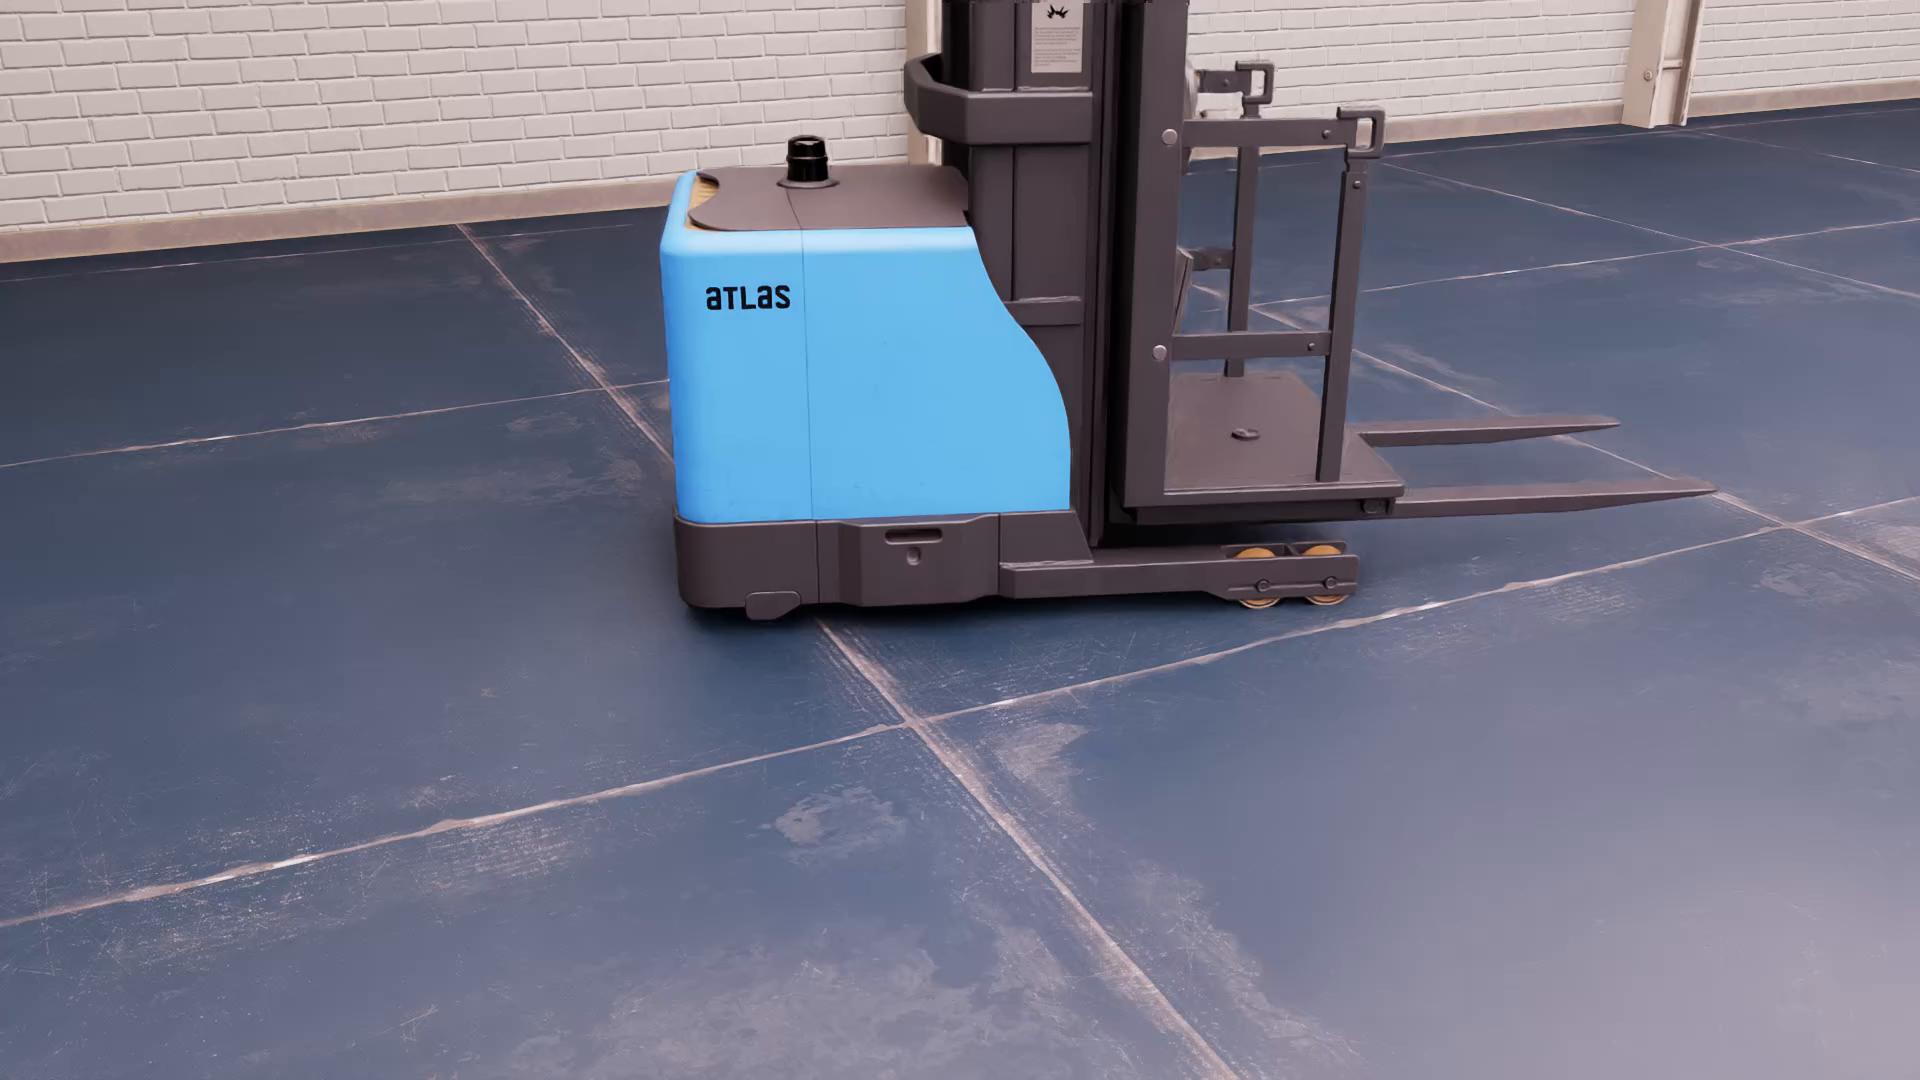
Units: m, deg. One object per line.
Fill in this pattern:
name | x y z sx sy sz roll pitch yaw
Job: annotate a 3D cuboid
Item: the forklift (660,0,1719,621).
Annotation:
forklift | 0.691 -1.361 4.563 3.031 2.935 1.130 -2 23 -6
